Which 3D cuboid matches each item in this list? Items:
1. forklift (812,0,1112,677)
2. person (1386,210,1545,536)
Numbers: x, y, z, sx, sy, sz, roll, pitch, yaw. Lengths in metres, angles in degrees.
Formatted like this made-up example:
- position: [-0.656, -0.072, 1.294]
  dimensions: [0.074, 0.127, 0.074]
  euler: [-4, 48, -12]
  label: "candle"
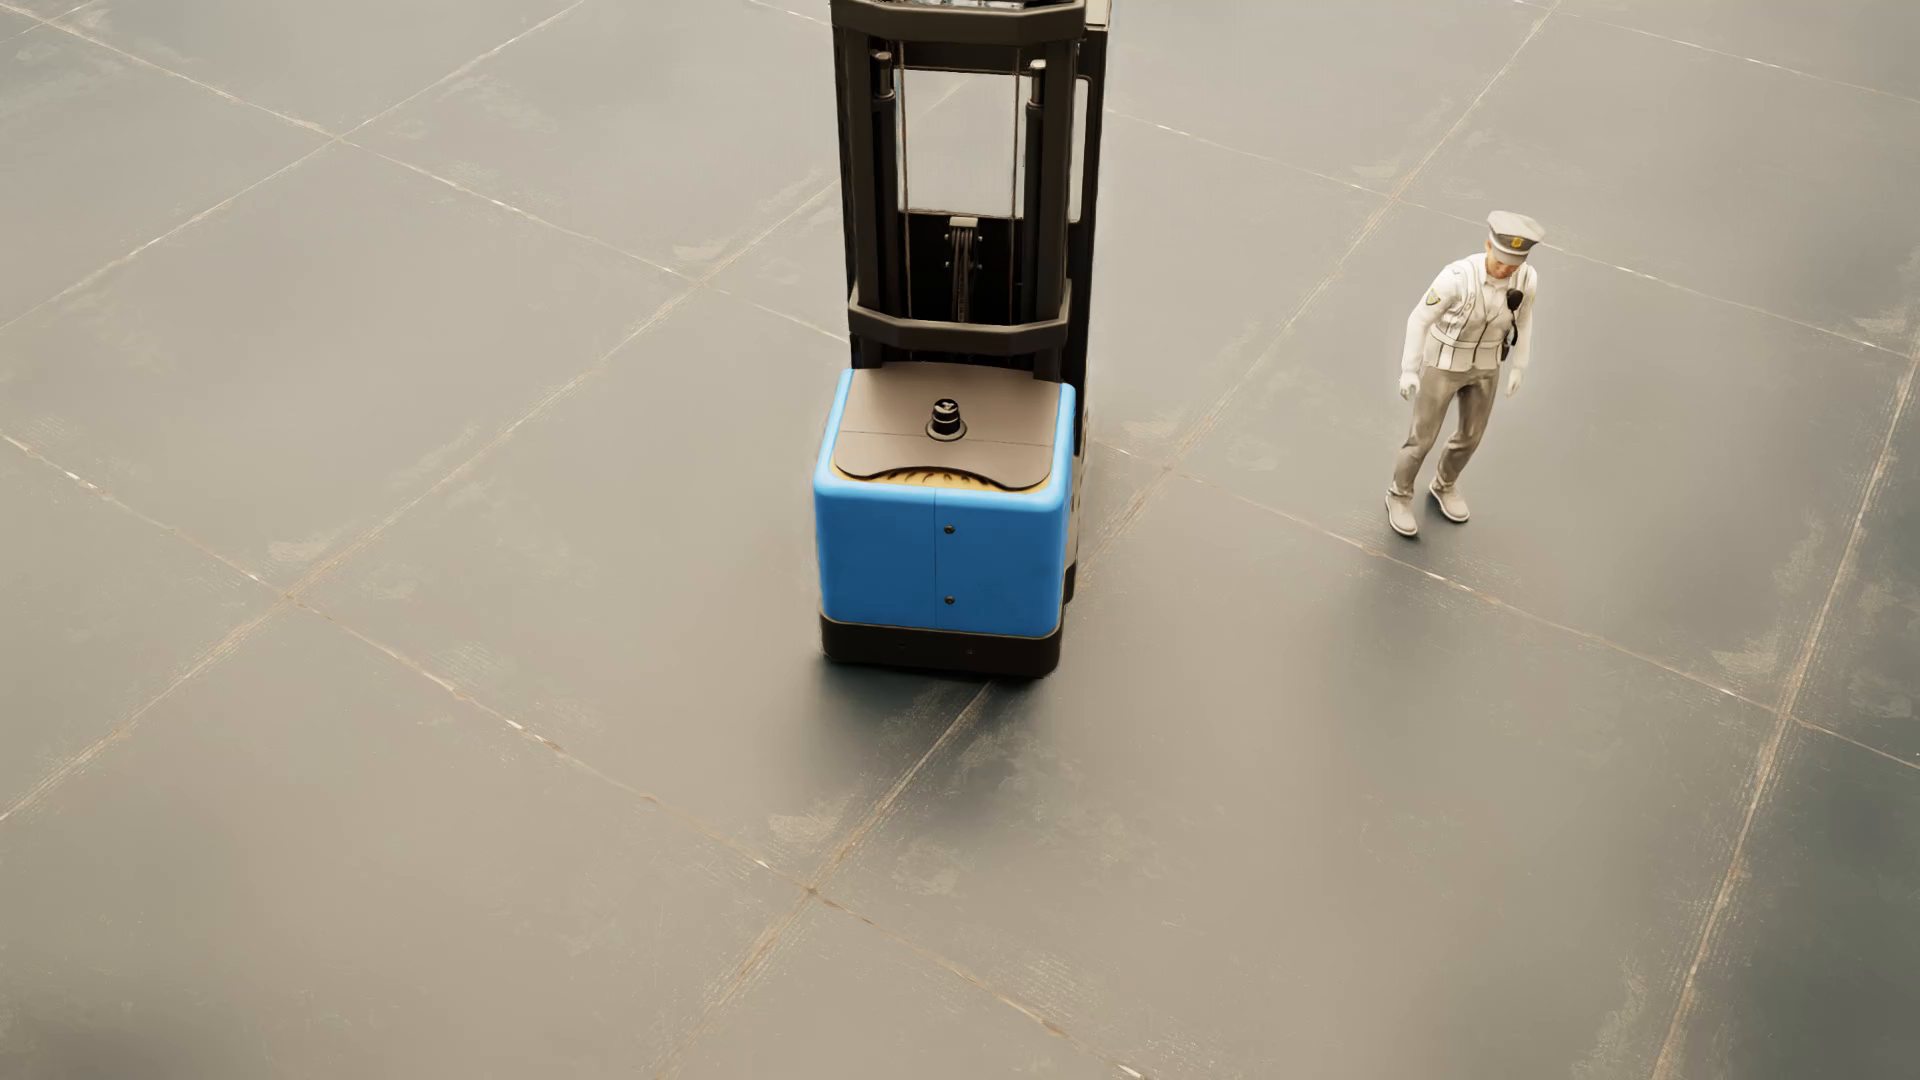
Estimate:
- position: [0.067, -1.483, 7.412]
  dimensions: [1.130, 2.935, 3.031]
  euler: [4, 44, 5]
  label: "forklift"
- position: [2.296, -0.762, 7.577]
  dimensions: [0.591, 1.661, 0.396]
  euler: [-5, 44, -6]
  label: "person"
